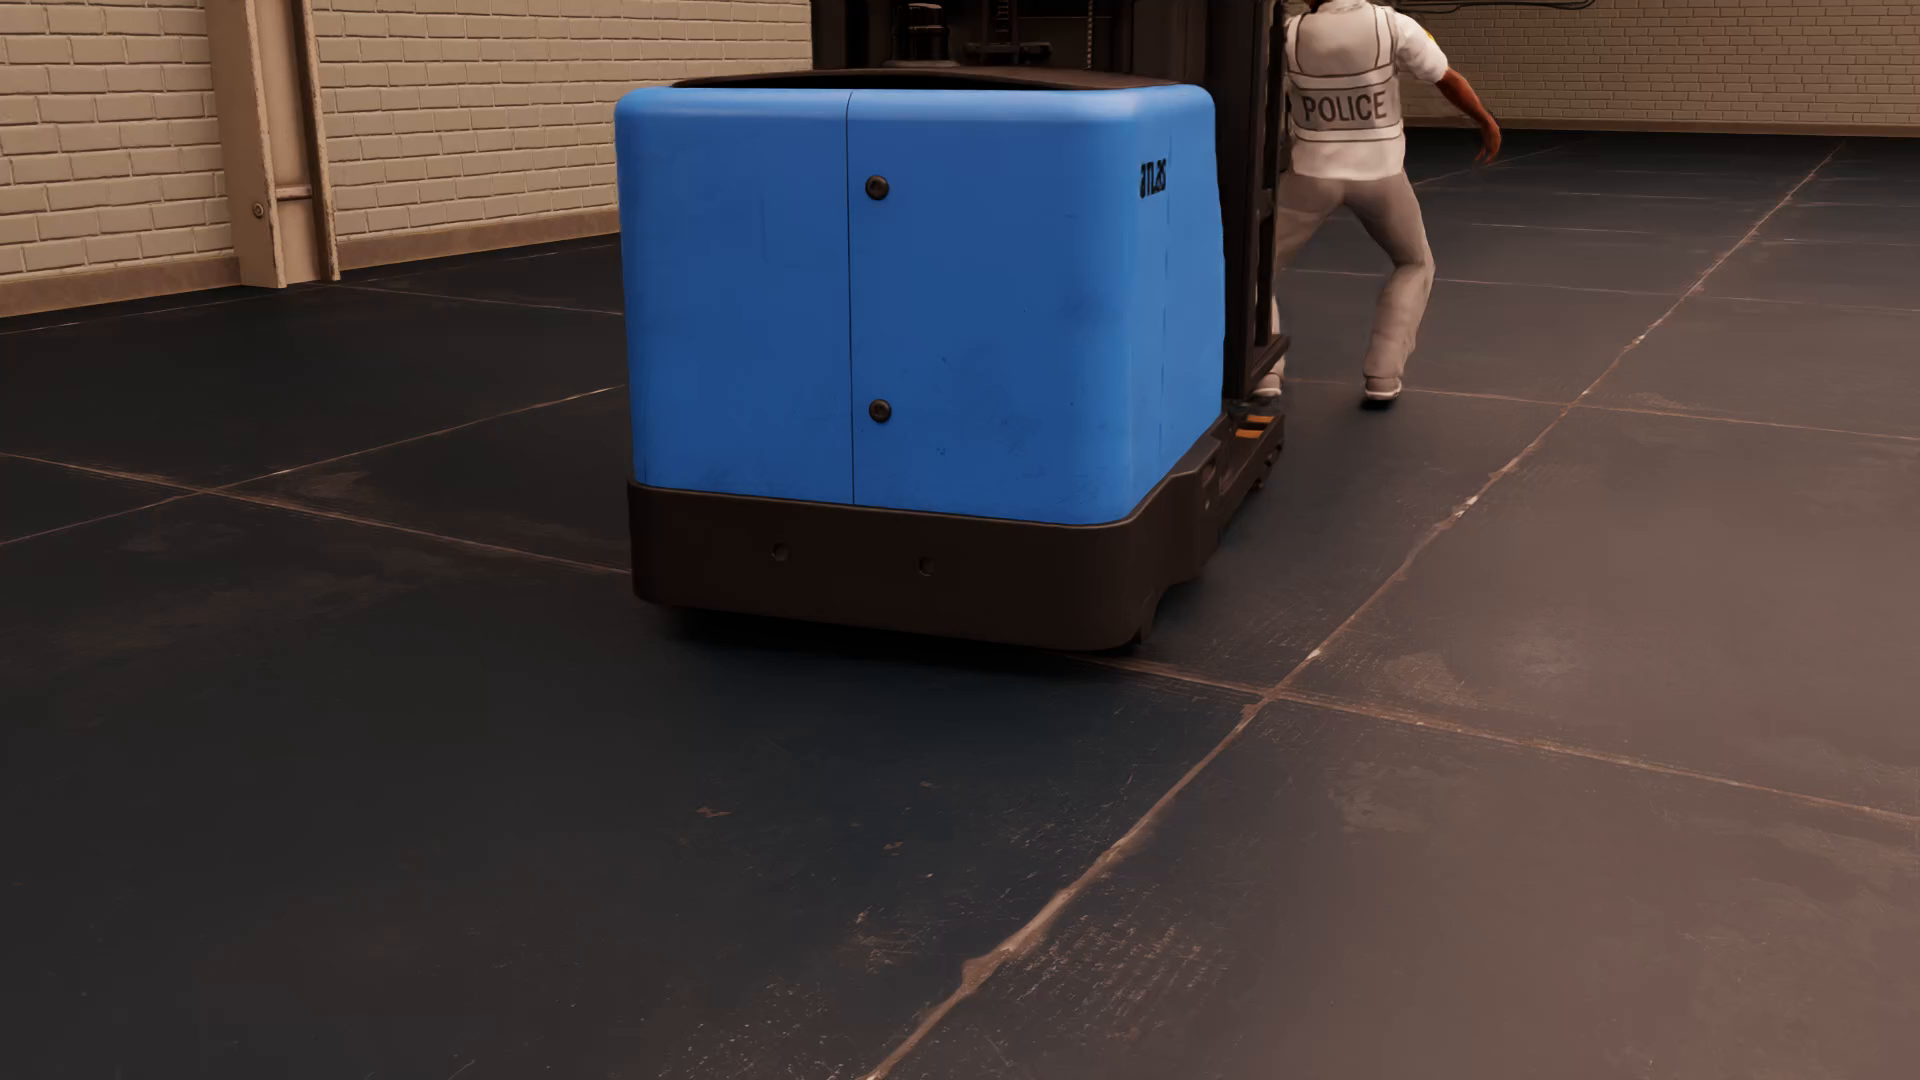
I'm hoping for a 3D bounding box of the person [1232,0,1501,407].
[{"bbox_3d":[1.310,-1.193,5.361,0.871,1.492,0.800,0,16,0],"label":"person"}]

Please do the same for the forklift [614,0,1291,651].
[{"bbox_3d":[0.283,-1.574,4.197,1.130,2.935,3.031,5,17,18],"label":"forklift"}]
